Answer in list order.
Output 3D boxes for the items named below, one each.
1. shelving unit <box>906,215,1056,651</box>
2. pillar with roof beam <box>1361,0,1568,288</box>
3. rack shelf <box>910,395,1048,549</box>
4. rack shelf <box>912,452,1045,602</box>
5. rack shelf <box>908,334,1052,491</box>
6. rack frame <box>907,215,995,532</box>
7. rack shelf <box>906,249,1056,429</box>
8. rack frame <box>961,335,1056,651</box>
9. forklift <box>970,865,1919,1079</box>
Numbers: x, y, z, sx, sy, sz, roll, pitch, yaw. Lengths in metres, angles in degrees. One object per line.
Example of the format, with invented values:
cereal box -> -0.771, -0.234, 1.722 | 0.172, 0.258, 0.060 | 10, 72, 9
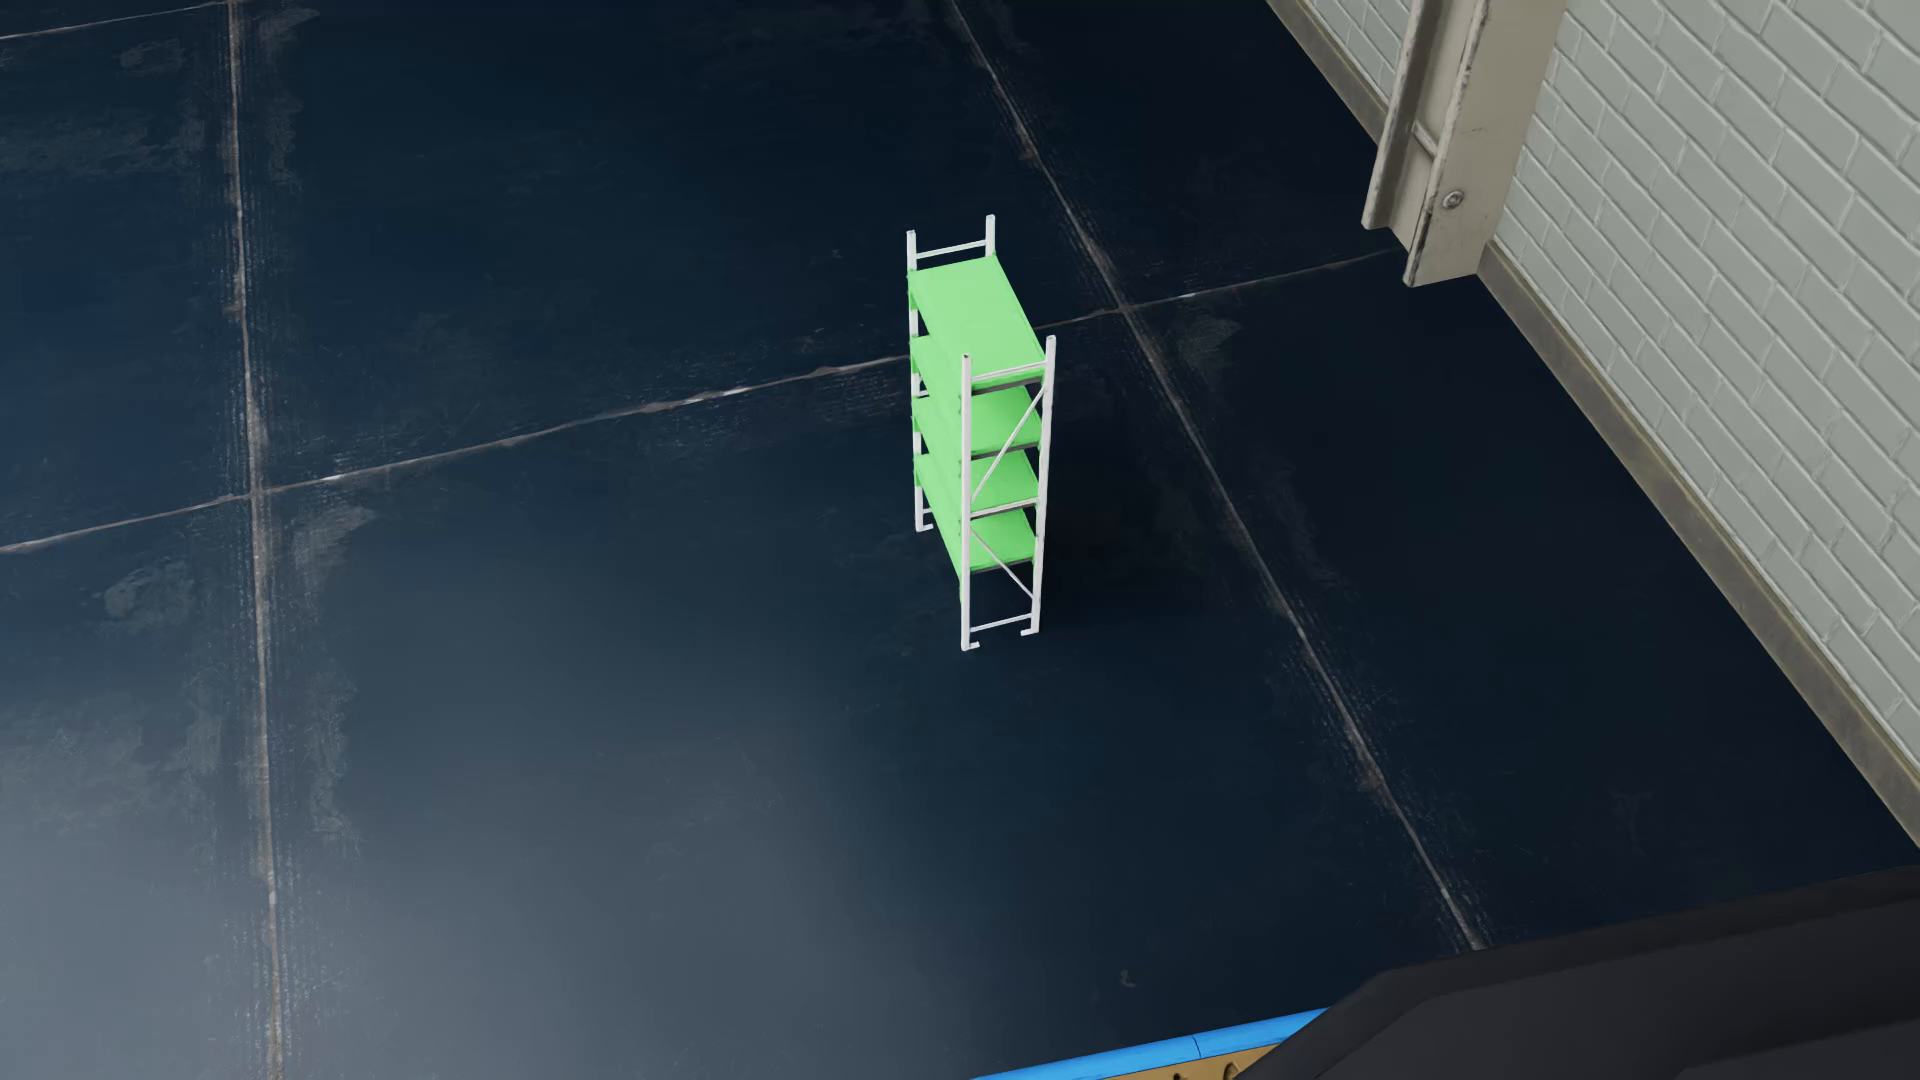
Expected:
shelving unit -> 0.049, -0.266, 4.689 | 0.258, 1.200, 0.503 | -13, 51, -11
pillar with roof beam -> -2.400, -3.019, 1.910 | 9.100, 9.000, 0.400 | -13, 51, -11
rack shelf -> 0.049, -0.225, 4.738 | 0.258, 0.148, 0.480 | -13, 51, -11
rack shelf -> 0.049, -0.070, 4.922 | 0.258, 0.148, 0.480 | -13, 51, -11
rack shelf -> 0.049, -0.379, 4.555 | 0.258, 0.148, 0.480 | -13, 51, -11
rack frame -> -0.023, -0.444, 4.840 | 0.240, 1.200, 0.015 | -13, 51, -11
rack shelf -> 0.049, -0.534, 4.371 | 0.258, 0.148, 0.480 | -13, 51, -11
rack frame -> 0.121, -0.088, 4.539 | 0.240, 1.200, 0.015 | -13, 51, -11
forklift -> 0.732, 1.774, 1.837 | 1.130, 2.935, 3.031 | -9, 50, -7
